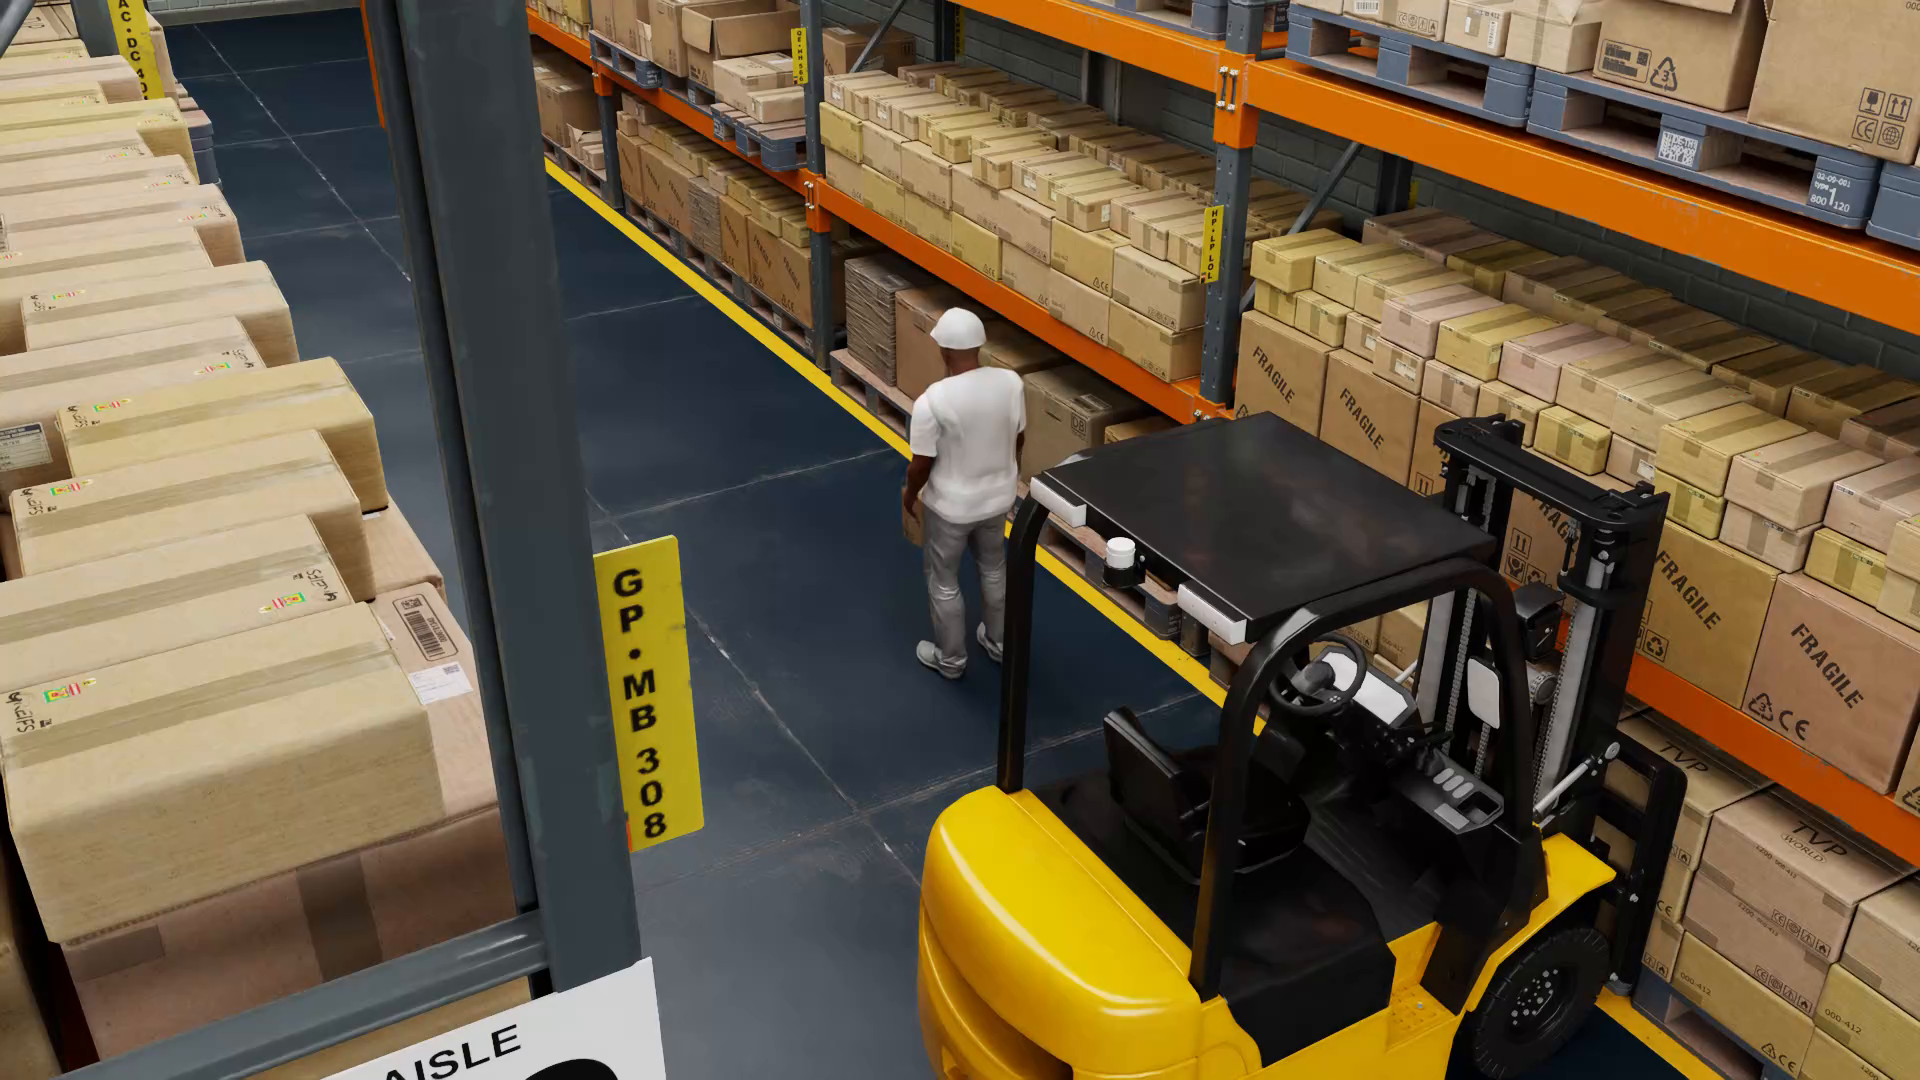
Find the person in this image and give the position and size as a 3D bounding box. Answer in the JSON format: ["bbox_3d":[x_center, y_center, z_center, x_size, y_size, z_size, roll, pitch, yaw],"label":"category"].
[{"bbox_3d":[0.003,-0.195,7.463,0.633,1.759,0.462,-17,33,-28],"label":"person"}]
